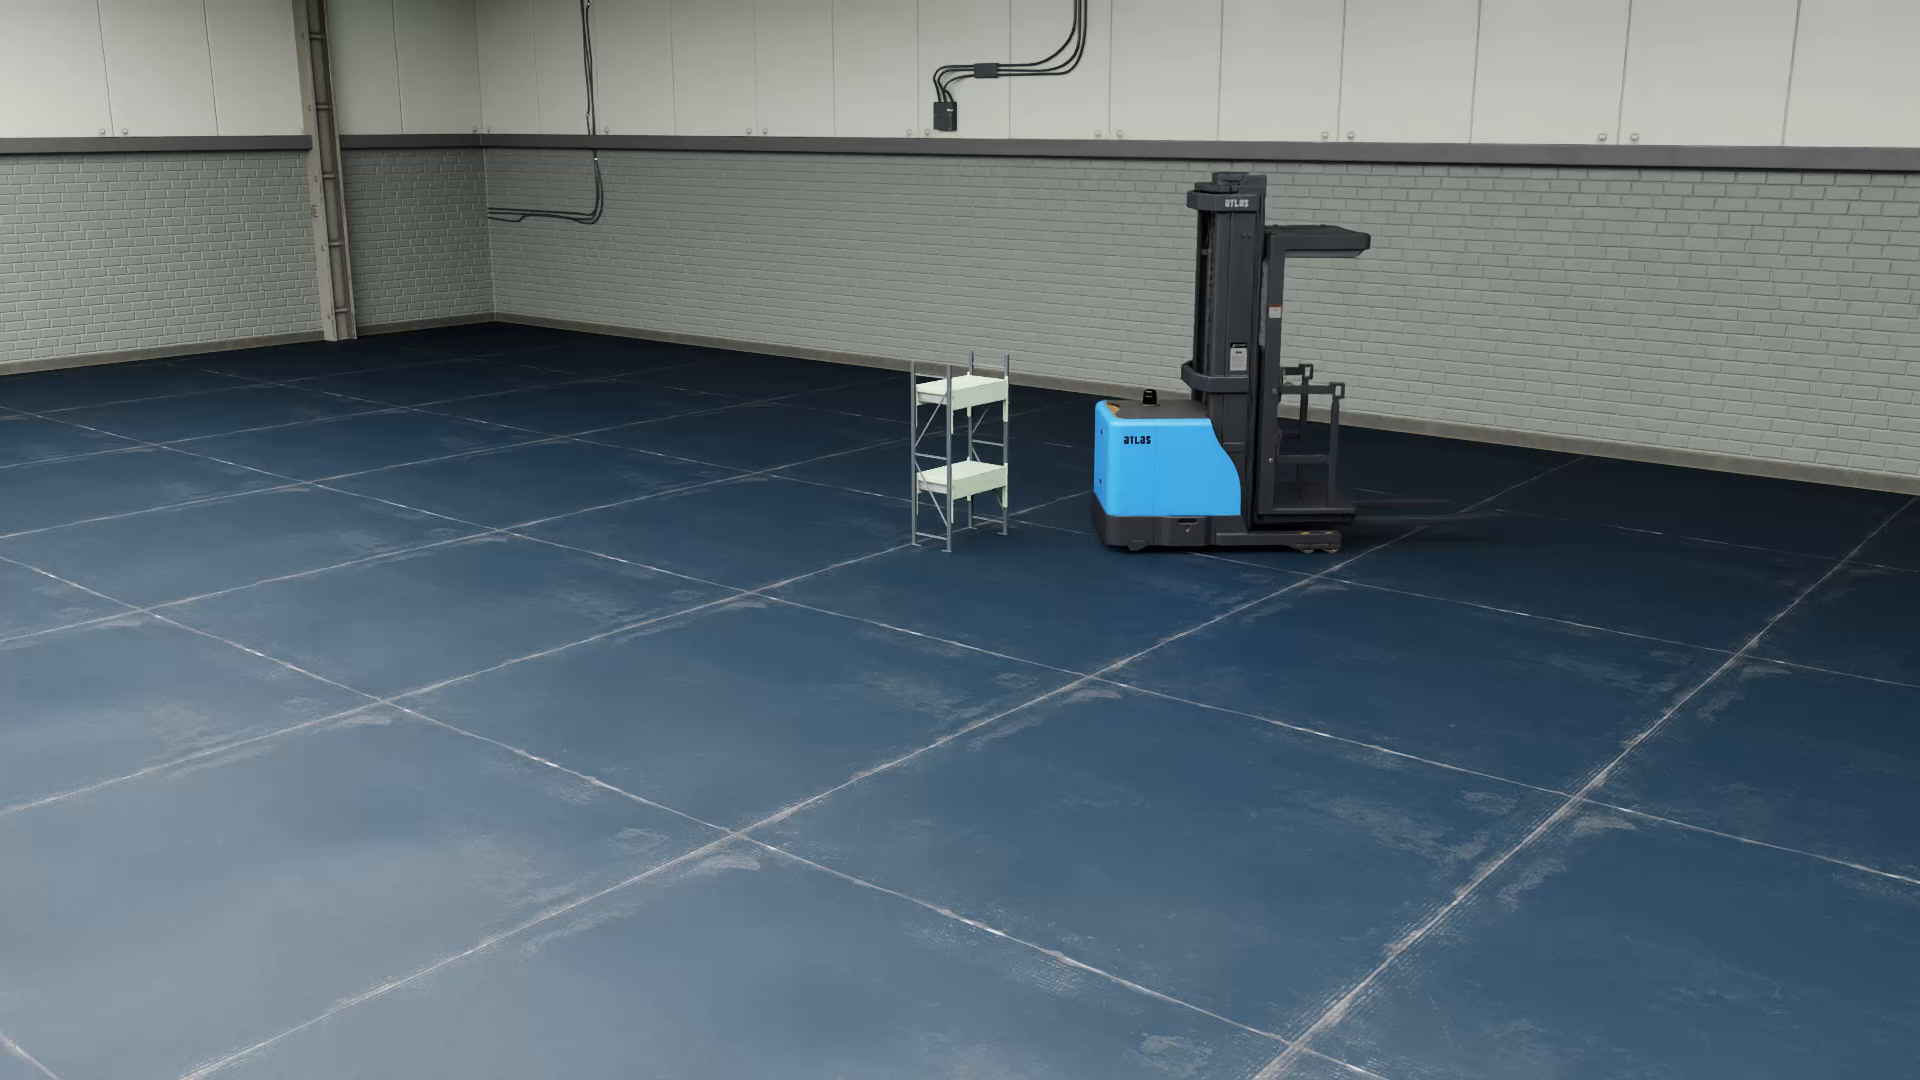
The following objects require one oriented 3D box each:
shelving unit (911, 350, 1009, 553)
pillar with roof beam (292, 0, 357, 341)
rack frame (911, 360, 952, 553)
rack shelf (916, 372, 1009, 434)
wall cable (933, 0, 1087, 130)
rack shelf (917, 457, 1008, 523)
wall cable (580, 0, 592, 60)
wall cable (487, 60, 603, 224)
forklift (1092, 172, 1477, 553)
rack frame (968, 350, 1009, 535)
[{"bbox_3d":[0.004,-0.728,13.443,0.431,1.500,0.755,11,18,38],"label":"shelving unit"},{"bbox_3d":[-6.329,-6.833,22.244,9.100,9.000,0.400,11,18,38],"label":"pillar with roof beam"},{"bbox_3d":[-0.226,-0.658,13.167,0.400,1.500,0.023,11,18,38],"label":"rack frame"},{"bbox_3d":[0.004,-1.106,13.347,0.431,0.370,0.720,11,18,38],"label":"rack shelf"},{"bbox_3d":[0.577,-8.035,20.068,2.305,6.003,0.169,11,18,38],"label":"wall cable"},{"bbox_3d":[0.004,-0.412,13.524,0.431,0.370,0.720,11,18,38],"label":"rack shelf"},{"bbox_3d":[-4.693,-8.383,24.395,3.097,2.526,0.112,11,18,38],"label":"wall cable"},{"bbox_3d":[-6.797,-6.354,26.664,3.097,2.526,0.112,11,18,38],"label":"wall cable"},{"bbox_3d":[2.645,-1.447,13.366,3.031,2.935,1.130,-1,14,-2],"label":"forklift"},{"bbox_3d":[0.234,-0.798,13.719,0.400,1.500,0.023,11,18,38],"label":"rack frame"}]
